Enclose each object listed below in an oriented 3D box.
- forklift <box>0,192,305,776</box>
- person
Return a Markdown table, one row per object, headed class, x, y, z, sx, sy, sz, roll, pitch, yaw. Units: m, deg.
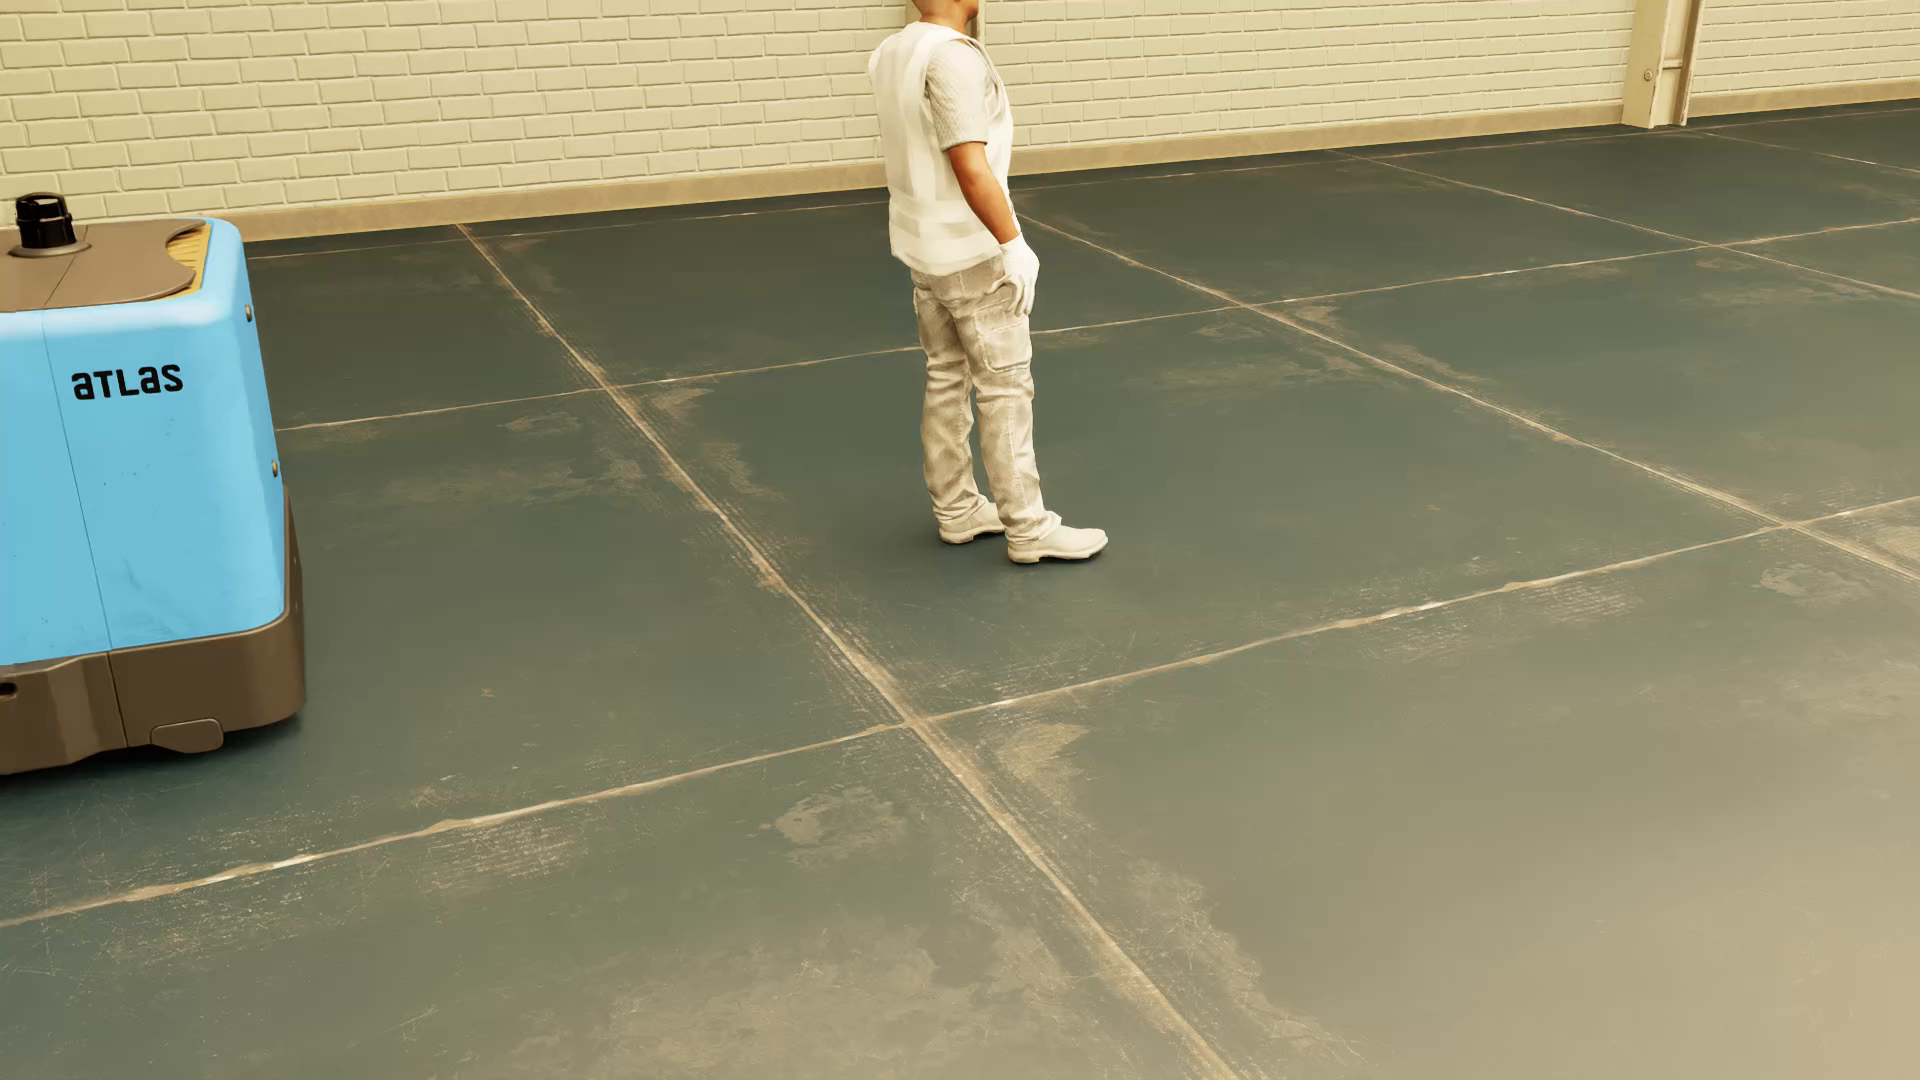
| class | x | y | z | sx | sy | sz | roll | pitch | yaw |
| --- | --- | --- | --- | --- | --- | --- | --- | --- | --- |
| forklift | -3.139 | -0.849 | 3.329 | 3.031 | 2.935 | 1.130 | -8 | 24 | -19 |
| person | 0.069 | -0.839 | 4.783 | 0.575 | 1.785 | 0.657 | -10 | 25 | -23 |
